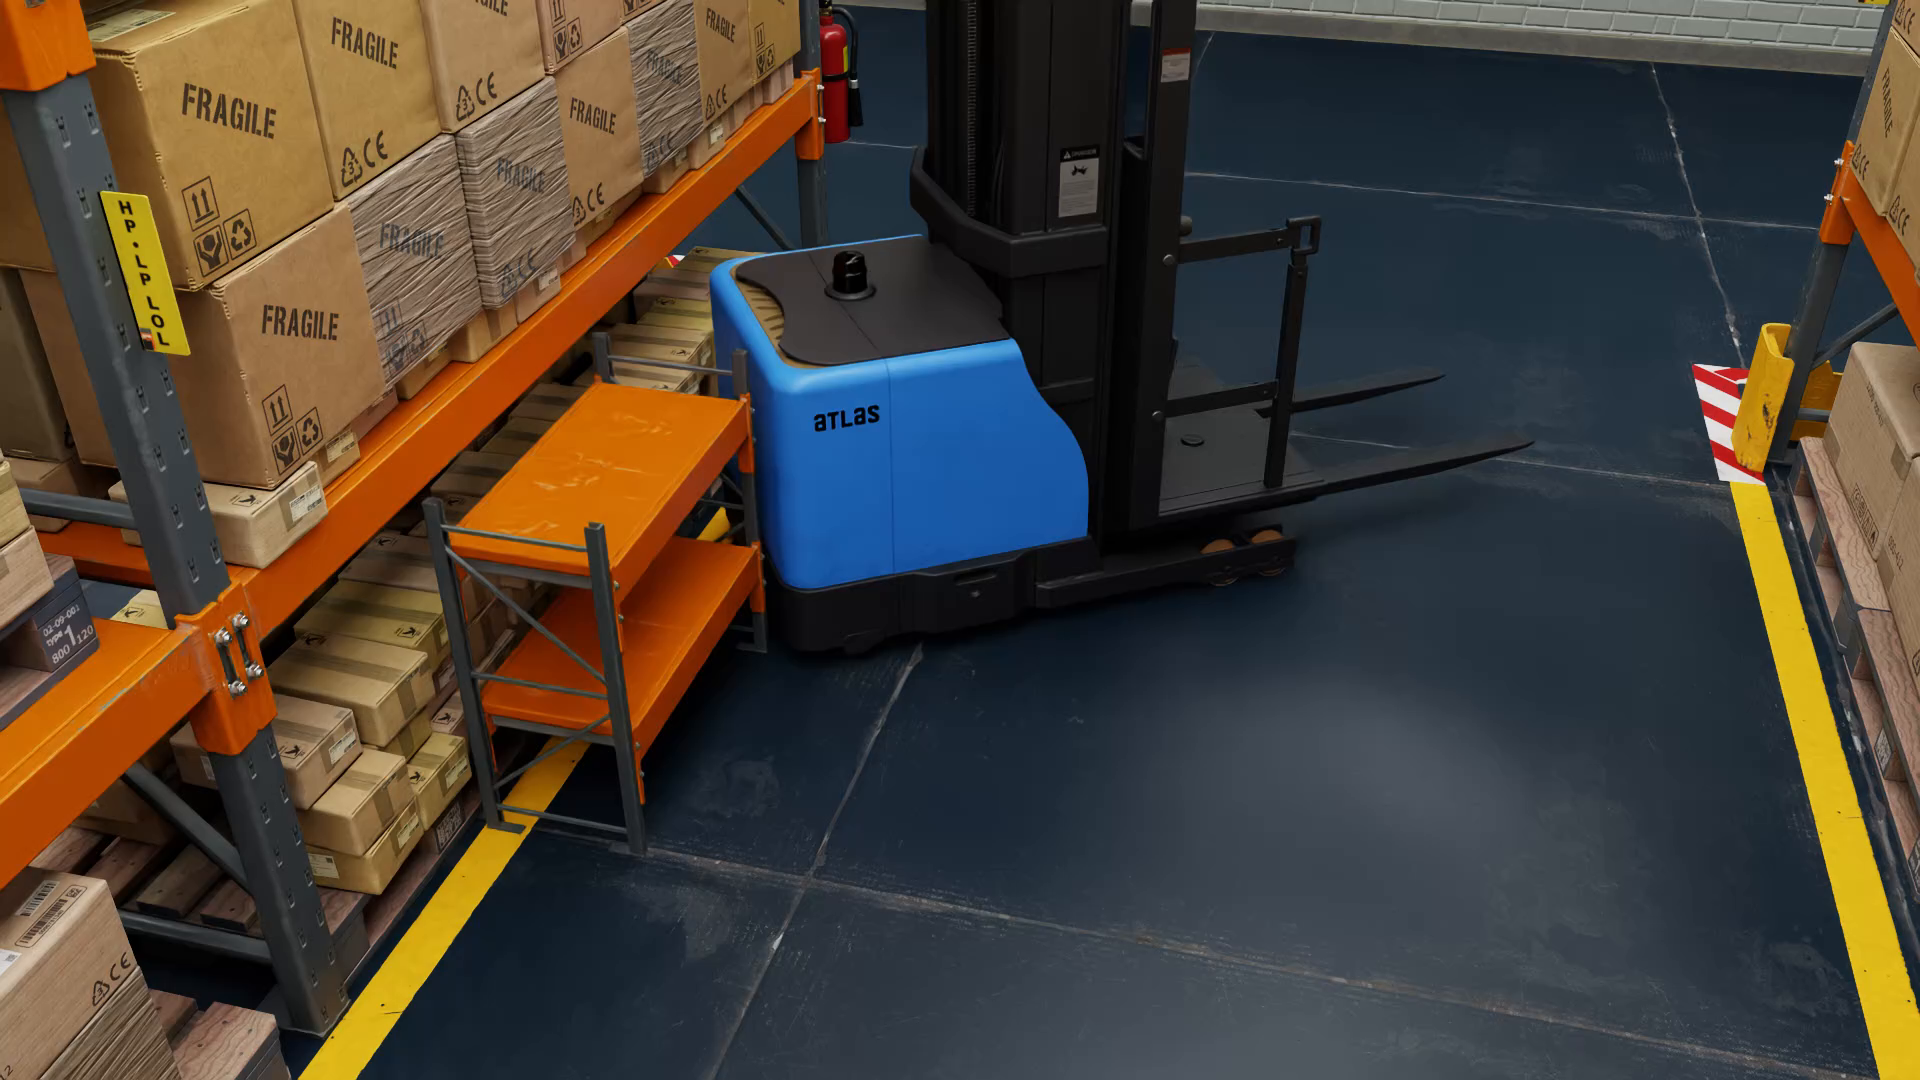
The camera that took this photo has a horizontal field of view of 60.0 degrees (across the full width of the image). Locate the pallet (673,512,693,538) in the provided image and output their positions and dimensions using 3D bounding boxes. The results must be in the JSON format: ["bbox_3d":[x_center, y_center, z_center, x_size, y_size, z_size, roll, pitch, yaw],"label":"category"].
[{"bbox_3d":[-1.644,0.099,5.898,1.003,0.211,1.213,8,33,12],"label":"pallet"}]

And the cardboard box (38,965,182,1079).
[{"bbox_3d":[-2.032,1.207,3.495,0.500,0.500,0.500,7,33,11],"label":"cardboard box"}]

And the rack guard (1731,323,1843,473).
[{"bbox_3d":[3.747,-0.501,6.572,1.175,0.500,0.348,8,33,12],"label":"rack guard"}]

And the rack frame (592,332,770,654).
[{"bbox_3d":[-0.891,-0.130,5.390,0.500,1.125,0.032,8,34,12],"label":"rack frame"}]

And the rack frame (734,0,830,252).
[{"bbox_3d":[-1.073,-2.165,6.860,1.000,3.000,0.127,8,33,12],"label":"rack frame"}]

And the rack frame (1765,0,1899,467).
[{"bbox_3d":[3.741,-1.544,5.882,1.000,3.000,0.127,8,33,12],"label":"rack frame"}]

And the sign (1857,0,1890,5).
[{"bbox_3d":[3.205,-2.021,5.753,0.100,0.325,0.005,8,33,12],"label":"sign"}]

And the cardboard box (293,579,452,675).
[{"bbox_3d":[-1.656,0.262,4.753,0.380,0.149,0.250,8,33,12],"label":"cardboard box"}]

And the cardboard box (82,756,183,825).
[{"bbox_3d":[-2.316,0.604,4.492,0.380,0.149,0.250,9,33,13],"label":"cardboard box"}]

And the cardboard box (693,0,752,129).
[{"bbox_3d":[-1.074,-1.798,5.912,0.500,0.500,0.500,7,33,12],"label":"cardboard box"}]

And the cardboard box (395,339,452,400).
[{"bbox_3d":[-1.614,-0.516,4.499,0.380,0.149,0.250,7,33,10],"label":"cardboard box"}]

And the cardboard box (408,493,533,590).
[{"bbox_3d":[-1.469,0.003,5.161,0.380,0.149,0.250,9,33,13],"label":"cardboard box"}]

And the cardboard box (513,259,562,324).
[{"bbox_3d":[-1.412,-0.776,4.909,0.380,0.149,0.250,9,34,15],"label":"cardboard box"}]

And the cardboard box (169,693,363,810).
[{"bbox_3d":[-1.800,0.535,4.324,0.380,0.149,0.250,9,34,14],"label":"cardboard box"}]

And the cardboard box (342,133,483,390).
[{"bbox_3d":[-1.600,-0.738,4.244,0.500,0.500,0.500,8,33,12],"label":"cardboard box"}]

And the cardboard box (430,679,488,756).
[{"bbox_3d":[-1.604,0.517,4.907,0.380,0.149,0.250,8,33,12],"label":"cardboard box"}]

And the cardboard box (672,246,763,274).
[{"bbox_3d":[-0.962,-1.081,6.866,0.380,0.149,0.250,8,33,13],"label":"cardboard box"}]

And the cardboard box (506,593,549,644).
[{"bbox_3d":[-1.554,0.234,5.352,0.380,0.149,0.250,7,33,10],"label":"cardboard box"}]

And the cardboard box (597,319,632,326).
[{"bbox_3d":[-1.578,-0.893,6.848,0.380,0.149,0.250,8,33,12],"label":"cardboard box"}]

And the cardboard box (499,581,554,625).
[{"bbox_3d":[-1.518,0.112,5.266,0.380,0.149,0.250,10,34,15],"label":"cardboard box"}]

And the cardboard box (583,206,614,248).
[{"bbox_3d":[-1.346,-1.055,5.348,0.380,0.149,0.250,9,33,13],"label":"cardboard box"}]

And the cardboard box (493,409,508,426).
[{"bbox_3d":[-1.849,-0.479,5.919,0.380,0.149,0.250,9,33,13],"label":"cardboard box"}]

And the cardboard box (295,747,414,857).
[{"bbox_3d":[-1.686,0.666,4.395,0.380,0.149,0.250,10,34,15],"label":"cardboard box"}]

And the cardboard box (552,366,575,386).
[{"bbox_3d":[-1.725,-0.636,6.443,0.380,0.149,0.250,9,34,14],"label":"cardboard box"}]

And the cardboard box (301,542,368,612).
[{"bbox_3d":[-2.025,0.073,5.050,0.380,0.149,0.250,9,34,14],"label":"cardboard box"}]

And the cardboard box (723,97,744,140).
[{"bbox_3d":[-1.031,-1.595,6.198,0.380,0.149,0.250,8,33,12],"label":"cardboard box"}]

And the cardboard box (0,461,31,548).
[{"bbox_3d":[-1.998,-0.053,3.103,0.380,0.149,0.250,9,34,14],"label":"cardboard box"}]

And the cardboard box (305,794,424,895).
[{"bbox_3d":[-1.685,0.791,4.475,0.380,0.149,0.250,7,33,10],"label":"cardboard box"}]

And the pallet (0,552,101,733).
[{"bbox_3d":[-2.423,0.368,3.054,1.003,0.211,1.213,8,33,12],"label":"pallet"}]

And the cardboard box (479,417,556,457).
[{"bbox_3d":[-1.379,-0.273,5.594,0.380,0.149,0.250,8,33,13],"label":"cardboard box"}]

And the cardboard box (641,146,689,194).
[{"bbox_3d":[-1.168,-1.327,5.776,0.380,0.149,0.250,7,33,10],"label":"cardboard box"}]

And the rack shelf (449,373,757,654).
[{"bbox_3d":[-1.019,-0.109,4.818,0.538,0.278,1.000,8,34,12],"label":"rack shelf"}]

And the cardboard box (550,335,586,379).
[{"bbox_3d":[-1.659,-0.752,6.348,0.380,0.149,0.250,6,33,10],"label":"cardboard box"}]

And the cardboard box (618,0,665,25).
[{"bbox_3d":[-1.200,-1.950,5.218,0.500,0.500,0.500,10,34,15],"label":"cardboard box"}]

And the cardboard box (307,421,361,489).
[{"bbox_3d":[-1.706,-0.230,4.050,0.380,0.149,0.250,9,34,14],"label":"cardboard box"}]

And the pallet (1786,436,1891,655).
[{"bbox_3d":[3.613,0.059,5.961,1.003,0.211,1.213,8,33,12],"label":"pallet"}]

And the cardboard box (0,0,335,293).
[{"bbox_3d":[-1.738,-0.880,3.536,0.500,0.500,0.500,9,33,14],"label":"cardboard box"}]

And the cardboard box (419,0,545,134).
[{"bbox_3d":[-1.463,-1.408,4.367,0.500,0.500,0.500,9,33,13],"label":"cardboard box"}]

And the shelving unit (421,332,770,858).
[{"bbox_3d":[-1.020,0.137,4.977,0.538,1.125,1.048,8,34,12],"label":"shelving unit"}]

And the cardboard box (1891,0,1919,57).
[{"bbox_3d":[3.343,-1.798,5.256,0.500,0.500,0.500,7,33,11],"label":"cardboard box"}]

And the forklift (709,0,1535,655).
[{"bbox_3d":[0.690,-1.326,5.604,3.031,2.935,1.130,-11,34,-16],"label":"forklift"}]

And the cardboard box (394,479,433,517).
[{"bbox_3d":[-1.990,-0.222,5.514,0.380,0.149,0.250,7,33,11],"label":"cardboard box"}]

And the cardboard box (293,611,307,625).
[{"bbox_3d":[-2.049,0.204,5.122,0.380,0.149,0.250,8,33,13],"label":"cardboard box"}]

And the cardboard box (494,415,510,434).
[{"bbox_3d":[-1.729,-0.339,5.976,0.380,0.149,0.250,10,34,15],"label":"cardboard box"}]

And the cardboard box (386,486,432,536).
[{"bbox_3d":[-1.916,-0.067,5.549,0.380,0.149,0.250,6,33,10],"label":"cardboard box"}]

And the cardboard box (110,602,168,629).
[{"bbox_3d":[-2.223,0.327,4.651,0.380,0.149,0.250,8,33,13],"label":"cardboard box"}]

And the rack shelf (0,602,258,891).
[{"bbox_3d":[-2.596,1.252,2.155,1.077,0.370,4.000,8,33,12],"label":"rack shelf"}]

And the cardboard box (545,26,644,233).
[{"bbox_3d":[-1.330,-1.276,5.091,0.500,0.500,0.500,10,34,15],"label":"cardboard box"}]

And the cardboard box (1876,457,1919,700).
[{"bbox_3d":[3.446,0.193,5.148,0.875,0.438,0.875,9,34,14],"label":"cardboard box"}]

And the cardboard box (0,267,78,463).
[{"bbox_3d":[-2.239,-0.547,3.943,0.500,0.500,0.500,8,33,12],"label":"cardboard box"}]

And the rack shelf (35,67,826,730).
[{"bbox_3d":[-1.580,-0.824,5.420,1.077,0.370,4.000,8,33,12],"label":"rack shelf"}]

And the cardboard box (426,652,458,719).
[{"bbox_3d":[-1.682,0.391,4.827,0.380,0.149,0.250,8,33,12],"label":"cardboard box"}]

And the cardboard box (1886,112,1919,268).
[{"bbox_3d":[3.240,-1.110,5.106,0.500,0.500,0.500,8,33,12],"label":"cardboard box"}]

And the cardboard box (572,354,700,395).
[{"bbox_3d":[-1.166,-0.534,6.006,0.380,0.149,0.250,9,34,14],"label":"cardboard box"}]

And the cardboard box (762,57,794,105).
[{"bbox_3d":[-0.882,-1.851,6.601,0.380,0.149,0.250,8,33,12],"label":"cardboard box"}]

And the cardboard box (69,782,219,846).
[{"bbox_3d":[-2.318,0.687,4.640,0.380,0.149,0.250,8,33,13],"label":"cardboard box"}]

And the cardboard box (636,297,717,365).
[{"bbox_3d":[-1.024,-0.807,6.435,0.380,0.149,0.250,7,33,11],"label":"cardboard box"}]
